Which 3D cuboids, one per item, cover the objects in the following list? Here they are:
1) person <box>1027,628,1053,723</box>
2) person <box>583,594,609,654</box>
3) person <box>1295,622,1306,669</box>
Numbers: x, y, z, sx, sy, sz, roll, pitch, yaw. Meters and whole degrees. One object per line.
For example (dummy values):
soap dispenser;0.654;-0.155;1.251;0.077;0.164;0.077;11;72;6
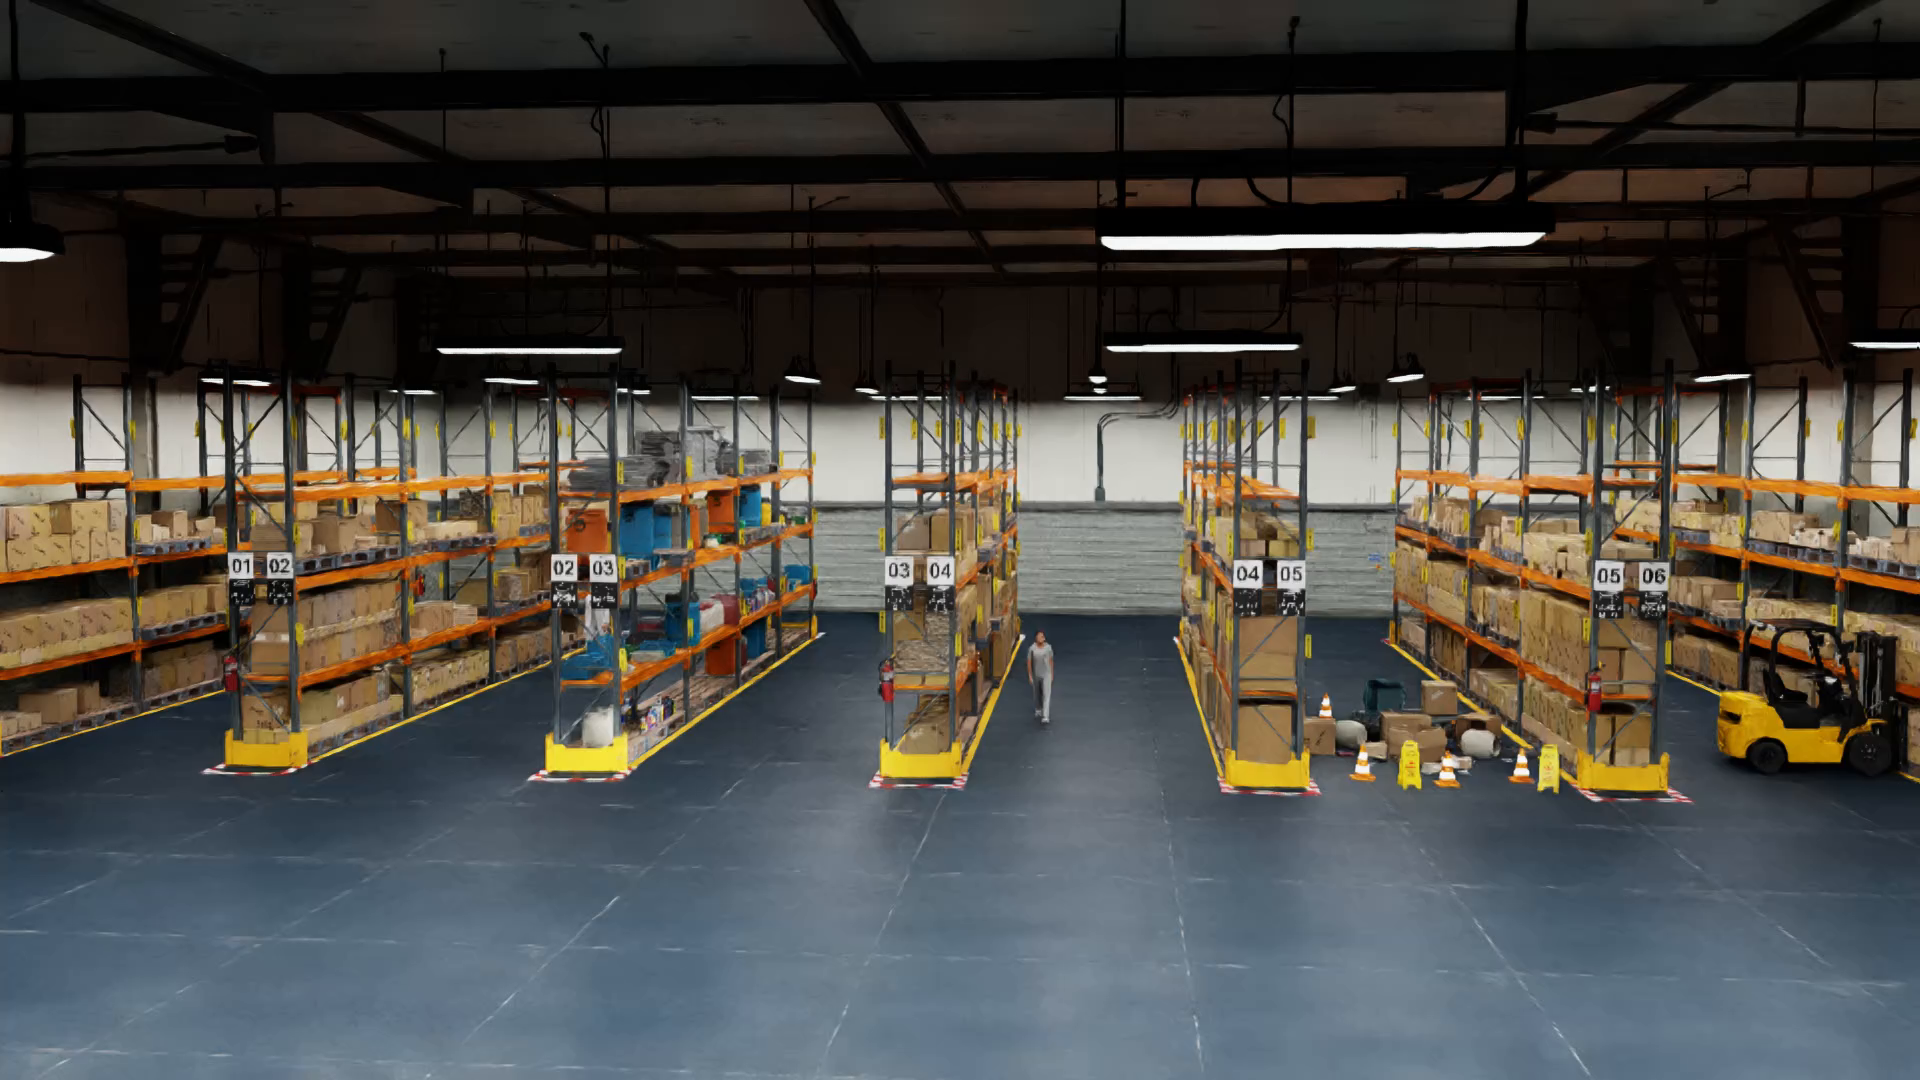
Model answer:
person;1.376;2.309;28.619;0.446;1.590;1.110;0;4;7
person;-7.843;1.779;35.848;0.600;1.725;1.106;0;4;4
person;7.070;1.850;35.084;0.549;1.665;0.574;3;5;37
